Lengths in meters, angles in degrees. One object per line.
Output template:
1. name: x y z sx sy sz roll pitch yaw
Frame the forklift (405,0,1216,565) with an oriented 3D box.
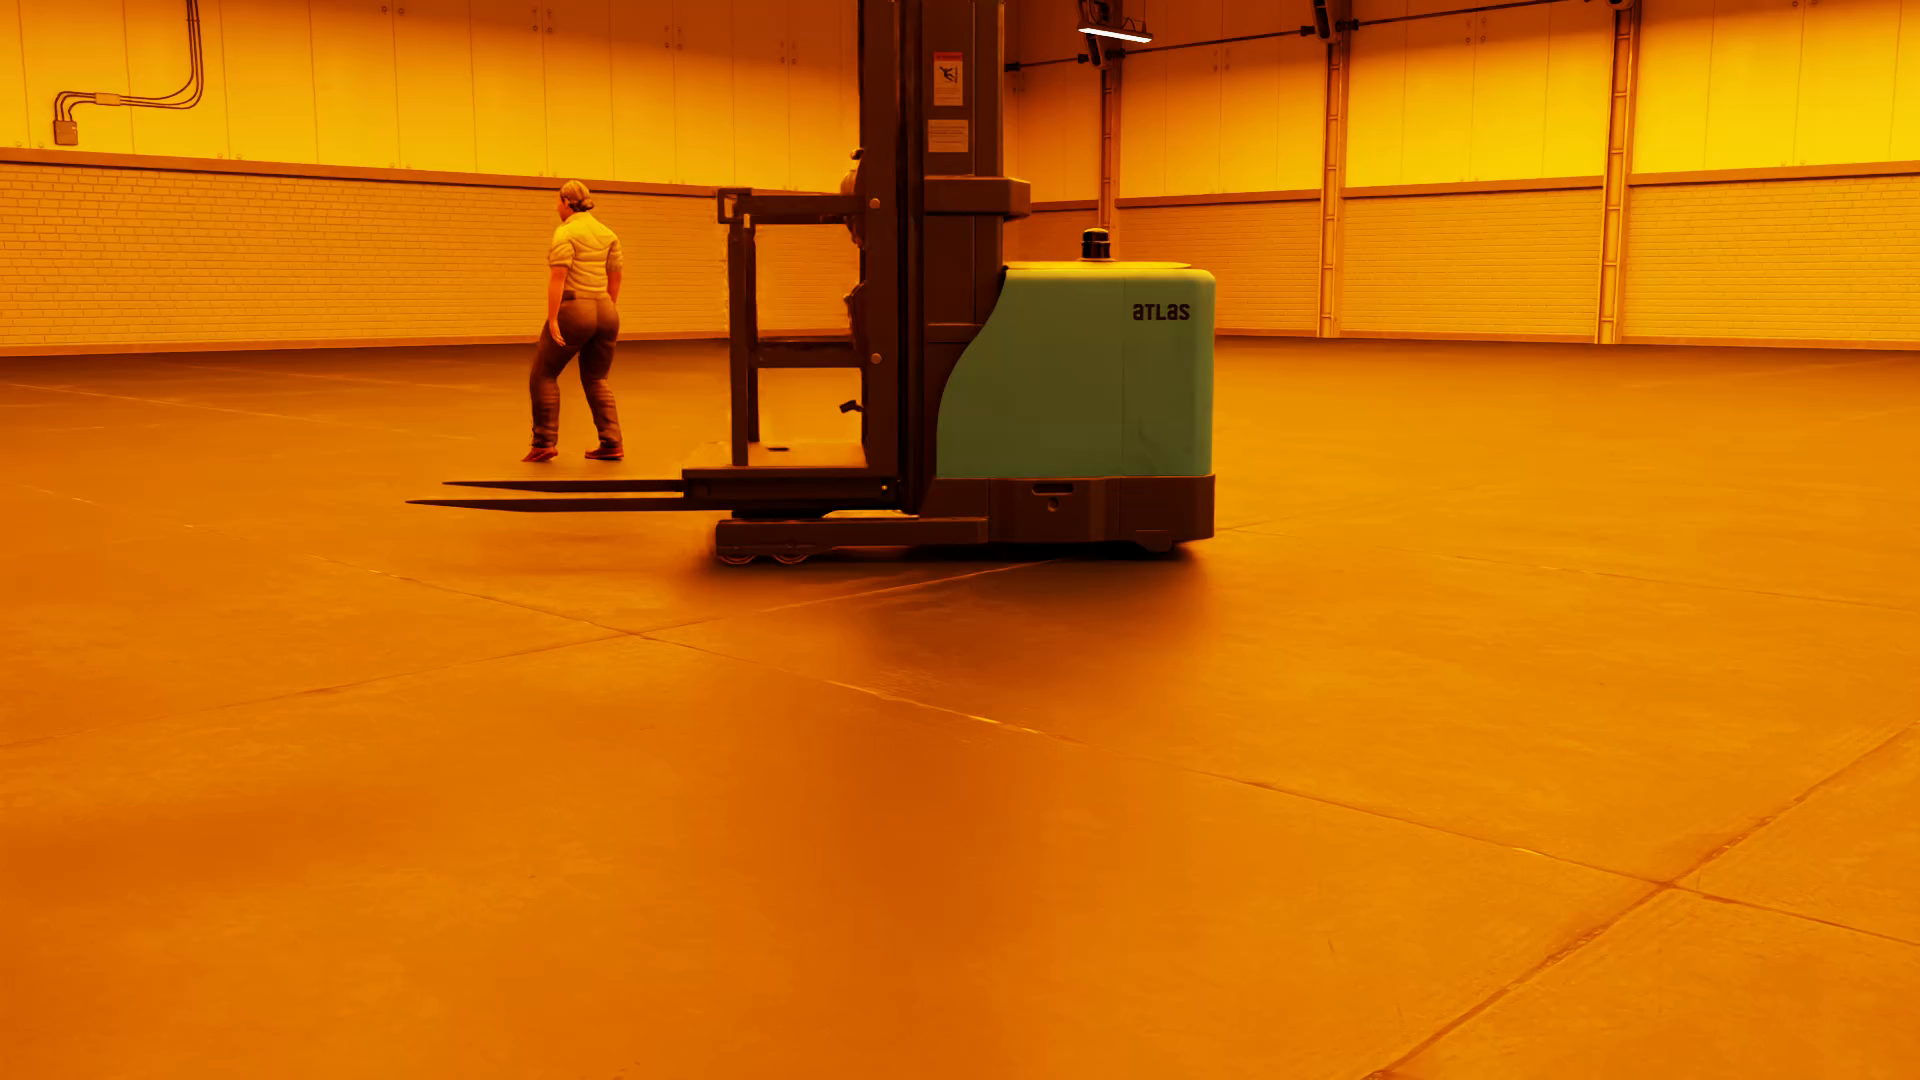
1. forklift: -0.579 -1.439 6.430 3.031 2.935 1.130 -1 9 -4

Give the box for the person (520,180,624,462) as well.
1. person: -2.289 -1.260 9.823 0.505 1.695 0.585 6 10 35
